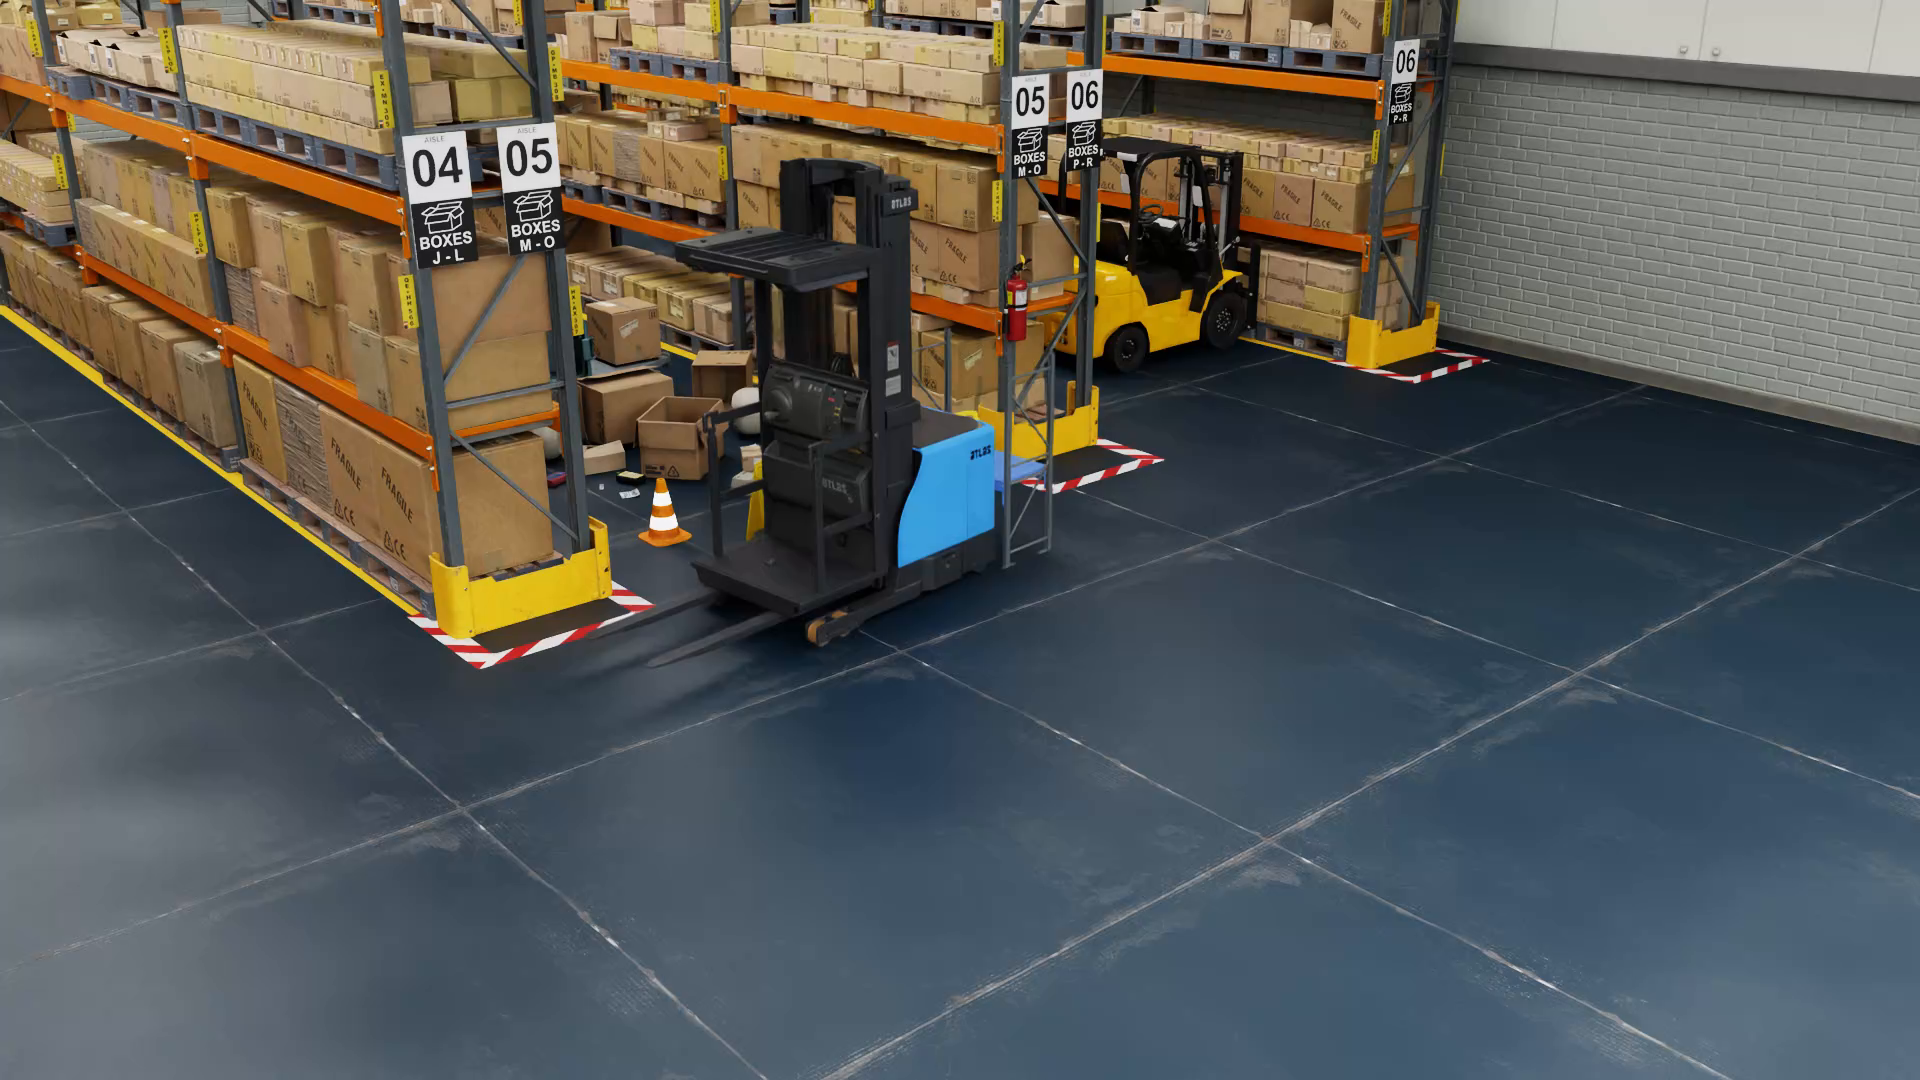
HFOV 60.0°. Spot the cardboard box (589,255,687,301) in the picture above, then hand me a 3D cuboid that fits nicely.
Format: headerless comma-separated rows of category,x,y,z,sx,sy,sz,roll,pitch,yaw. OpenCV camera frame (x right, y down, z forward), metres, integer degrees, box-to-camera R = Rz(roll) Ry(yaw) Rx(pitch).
cardboard box,-3.641,-2.961,18.958,0.950,0.372,0.625,-18,28,-38

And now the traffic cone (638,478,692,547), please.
traffic cone,-2.223,-0.236,12.453,0.336,0.463,0.334,-17,27,-37

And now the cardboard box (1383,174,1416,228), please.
cardboard box,4.377,-3.571,17.352,0.500,0.500,0.500,-16,27,-36

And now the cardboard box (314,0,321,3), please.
cardboard box,-8.773,-7.731,23.407,0.500,0.311,0.500,-17,27,-36

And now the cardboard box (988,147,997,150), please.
cardboard box,0.694,-4.948,20.523,0.500,0.250,0.500,-17,27,-36

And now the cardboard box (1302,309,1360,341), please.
cardboard box,3.944,-2.292,17.416,0.500,0.250,0.500,-17,27,-37

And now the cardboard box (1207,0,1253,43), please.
cardboard box,3.071,-5.550,17.575,0.797,0.503,0.637,-16,27,-36

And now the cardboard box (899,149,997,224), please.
cardboard box,-0.091,-3.020,14.167,0.700,0.500,0.500,-17,27,-37

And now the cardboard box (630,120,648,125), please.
cardboard box,-3.307,-4.391,18.462,0.500,0.500,0.500,-20,29,-41

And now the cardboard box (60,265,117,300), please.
cardboard box,-8.819,-2.650,16.961,0.500,0.250,0.500,-18,28,-39

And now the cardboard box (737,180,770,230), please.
cardboard box,-1.803,-3.241,16.102,0.500,0.500,0.500,-18,27,-38

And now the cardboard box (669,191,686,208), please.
cardboard box,-2.778,-3.539,17.175,0.380,0.149,0.250,-18,28,-38

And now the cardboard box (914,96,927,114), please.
cardboard box,-0.163,-3.679,13.996,0.380,0.149,0.250,-17,27,-37

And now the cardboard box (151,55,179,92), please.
cardboard box,-6.145,-3.764,13.361,0.500,0.250,0.500,-17,27,-37

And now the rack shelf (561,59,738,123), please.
rack shelf,-3.184,-4.859,17.649,1.077,0.370,4.000,-17,27,-37

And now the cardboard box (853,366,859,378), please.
cardboard box,-0.677,-1.502,15.400,0.500,0.250,0.500,-19,28,-39

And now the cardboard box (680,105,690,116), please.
cardboard box,-4.117,-6.681,25.773,0.380,0.149,0.250,-17,27,-36

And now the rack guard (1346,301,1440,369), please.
rack guard,4.506,-2.151,17.291,1.175,0.500,0.348,-17,27,-37

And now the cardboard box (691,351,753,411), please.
cardboard box,-2.210,-1.462,15.527,0.500,0.500,0.500,0,21,-1

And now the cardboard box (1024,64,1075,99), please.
cardboard box,0.606,-3.807,13.775,0.500,0.250,0.500,-18,28,-38

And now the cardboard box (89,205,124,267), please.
cardboard box,-7.751,-2.862,15.540,0.500,0.500,0.500,-18,28,-38

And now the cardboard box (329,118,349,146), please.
cardboard box,-3.758,-2.606,10.544,0.380,0.149,0.250,-17,27,-37

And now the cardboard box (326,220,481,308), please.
cardboard box,-3.856,-1.934,11.623,0.875,0.550,0.550,-17,27,-37

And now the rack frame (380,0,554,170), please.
rack frame,-2.952,-3.726,9.658,1.000,3.000,0.127,-17,27,-37

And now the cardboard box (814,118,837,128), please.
cardboard box,-1.666,-5.872,22.993,0.500,0.250,0.500,-19,28,-40

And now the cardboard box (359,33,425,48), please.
cardboard box,-3.925,-3.416,11.518,0.380,0.149,0.250,-17,27,-37

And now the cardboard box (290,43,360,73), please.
cardboard box,-4.090,-3.119,10.759,0.380,0.149,0.250,-17,27,-37

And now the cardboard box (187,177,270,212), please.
cardboard box,-5.892,-2.686,13.720,0.700,0.500,0.500,-18,28,-38

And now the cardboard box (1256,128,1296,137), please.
cardboard box,3.445,-4.387,18.136,0.380,0.149,0.250,-17,27,-37

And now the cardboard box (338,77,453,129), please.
cardboard box,-3.483,-2.709,10.259,0.500,0.250,0.500,-17,27,-37

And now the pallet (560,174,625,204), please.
pallet,-3.944,-4.089,19.073,1.213,0.211,1.003,-17,27,-37

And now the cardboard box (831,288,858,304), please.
cardboard box,-1.147,-2.319,15.569,0.380,0.149,0.250,-16,26,-34

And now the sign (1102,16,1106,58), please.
sign,1.143,-4.072,13.456,0.100,0.325,0.005,-17,27,-37

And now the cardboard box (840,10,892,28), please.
cardboard box,-1.251,-6.943,22.190,0.500,0.250,0.500,-19,28,-39

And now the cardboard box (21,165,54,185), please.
cardboard box,-9.175,-3.667,16.687,0.380,0.149,0.250,-16,27,-36

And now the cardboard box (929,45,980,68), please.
cardboard box,-0.032,-3.960,13.619,0.380,0.149,0.250,-18,28,-38

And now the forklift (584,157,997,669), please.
forklift,-1.090,-0.888,10.732,1.130,2.935,3.031,18,28,38

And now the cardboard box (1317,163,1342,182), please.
cardboard box,3.862,-3.763,16.952,0.380,0.149,0.250,-17,27,-37

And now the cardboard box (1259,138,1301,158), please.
cardboard box,3.360,-4.116,17.446,0.380,0.149,0.250,-17,27,-36

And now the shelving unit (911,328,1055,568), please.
shelving unit,0.122,-0.692,12.194,1.048,1.500,0.538,19,28,40

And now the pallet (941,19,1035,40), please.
pallet,0.511,-6.366,20.771,1.003,0.211,1.213,-16,26,-35

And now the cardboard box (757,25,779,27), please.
cardboard box,-1.957,-5.023,16.714,0.500,0.250,0.500,-18,28,-39

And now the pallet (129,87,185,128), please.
pallet,-6.199,-3.587,13.679,0.805,0.209,1.217,-19,28,-39

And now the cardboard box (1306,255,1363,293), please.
cardboard box,3.953,-2.756,17.230,0.500,0.250,0.500,-16,27,-36

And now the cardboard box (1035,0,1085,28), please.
cardboard box,1.222,-6.166,19.410,0.500,0.311,0.500,-19,28,-39

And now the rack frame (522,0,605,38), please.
rack frame,-4.490,-7.143,18.382,1.000,3.000,0.127,-17,27,-37

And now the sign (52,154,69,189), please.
sign,-8.579,-3.514,15.863,0.100,0.325,0.005,-17,27,-37

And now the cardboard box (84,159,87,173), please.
cardboard box,-8.836,-3.888,17.251,0.380,0.149,0.250,-19,28,-40

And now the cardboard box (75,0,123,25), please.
cardboard box,-8.566,-5.263,16.507,0.396,0.266,0.258,-17,27,-37

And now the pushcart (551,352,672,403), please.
pushcart,-3.574,-1.467,15.711,0.936,0.377,1.648,12,24,27

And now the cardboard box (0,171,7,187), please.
cardboard box,-9.854,-3.815,17.473,0.380,0.149,0.250,-18,28,-38

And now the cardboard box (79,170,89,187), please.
cardboard box,-9.020,-3.828,17.504,0.380,0.149,0.250,-17,27,-37

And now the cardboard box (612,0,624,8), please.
cardboard box,-5.315,-8.574,26.492,0.380,0.149,0.250,-18,27,-38

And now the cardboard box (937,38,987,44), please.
cardboard box,0.020,-4.219,14.281,0.380,0.149,0.250,-18,27,-38
